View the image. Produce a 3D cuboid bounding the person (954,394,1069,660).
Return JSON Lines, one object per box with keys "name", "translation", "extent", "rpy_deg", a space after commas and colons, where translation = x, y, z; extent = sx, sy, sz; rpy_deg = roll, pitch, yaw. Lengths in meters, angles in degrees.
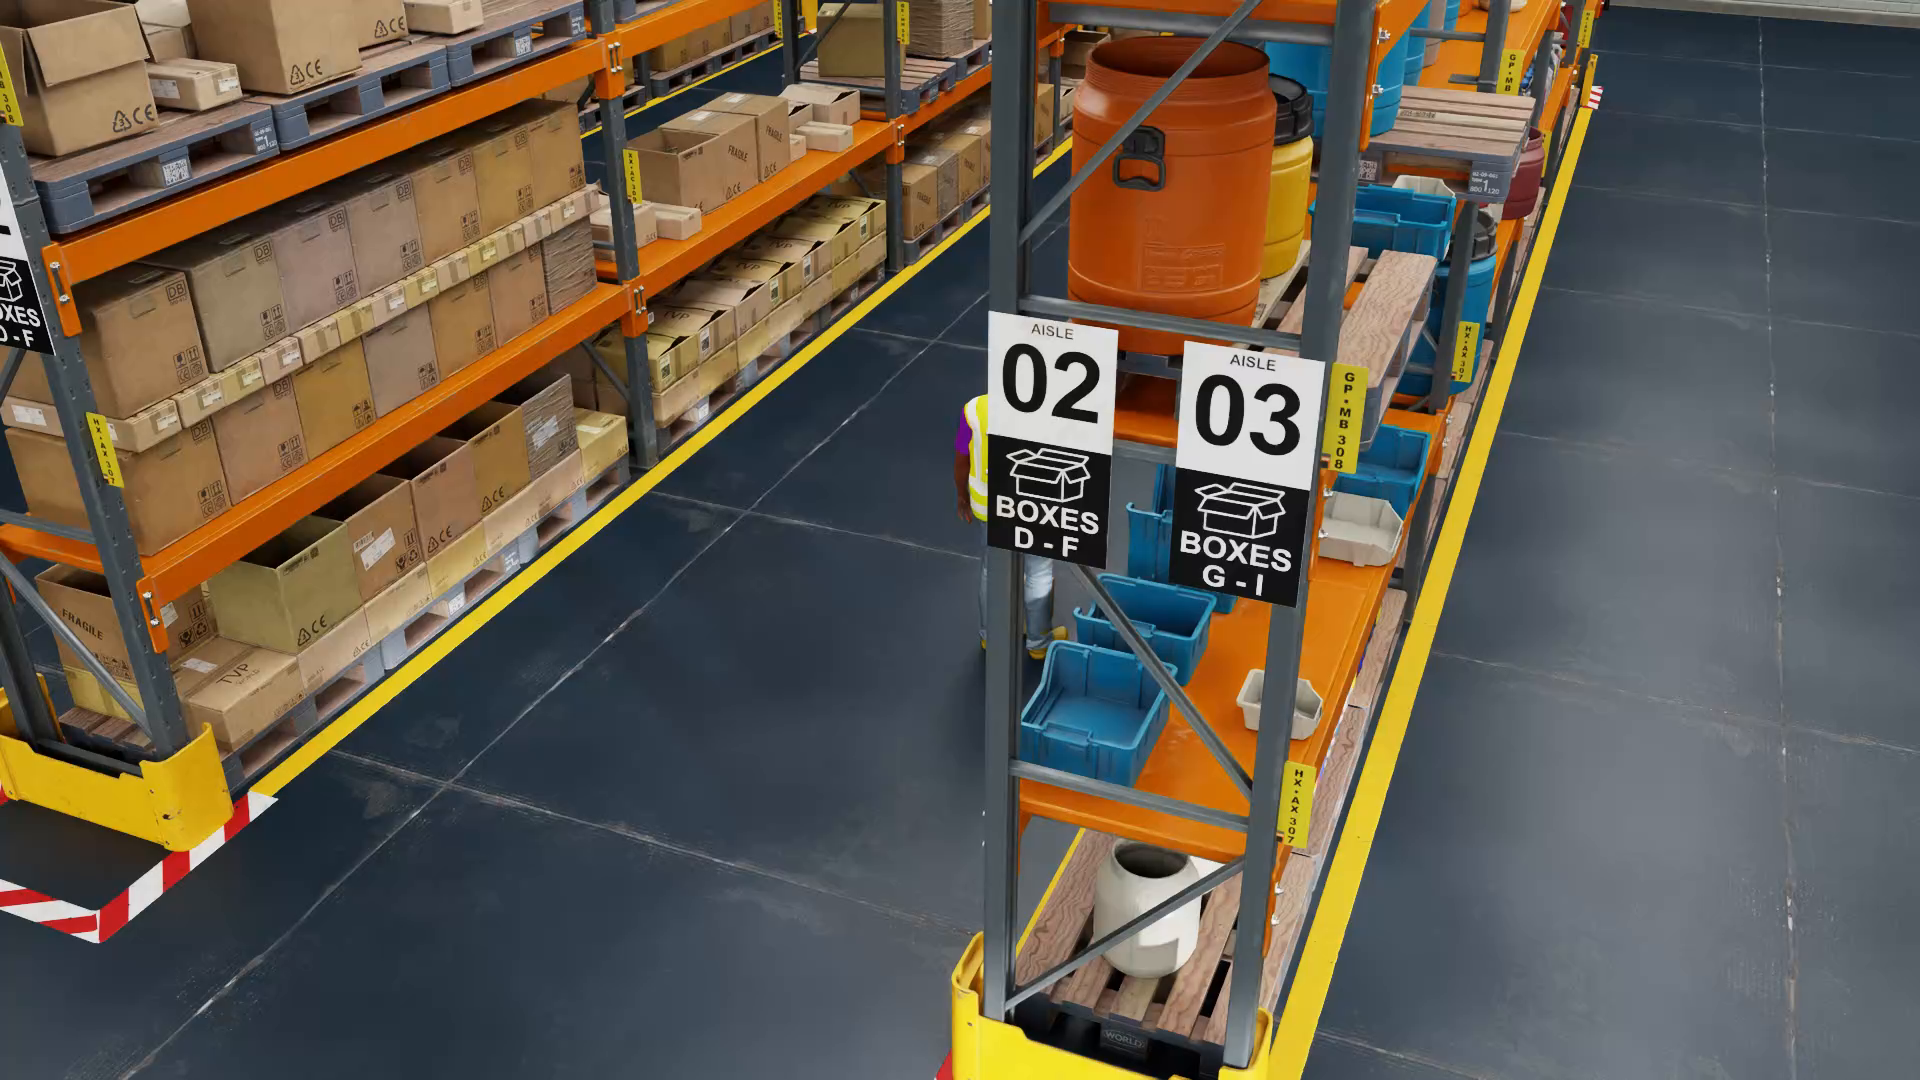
{"name": "person", "translation": [0.284, -0.201, 8.738], "extent": [0.633, 1.759, 0.462], "rpy_deg": [10, 31, 16]}
